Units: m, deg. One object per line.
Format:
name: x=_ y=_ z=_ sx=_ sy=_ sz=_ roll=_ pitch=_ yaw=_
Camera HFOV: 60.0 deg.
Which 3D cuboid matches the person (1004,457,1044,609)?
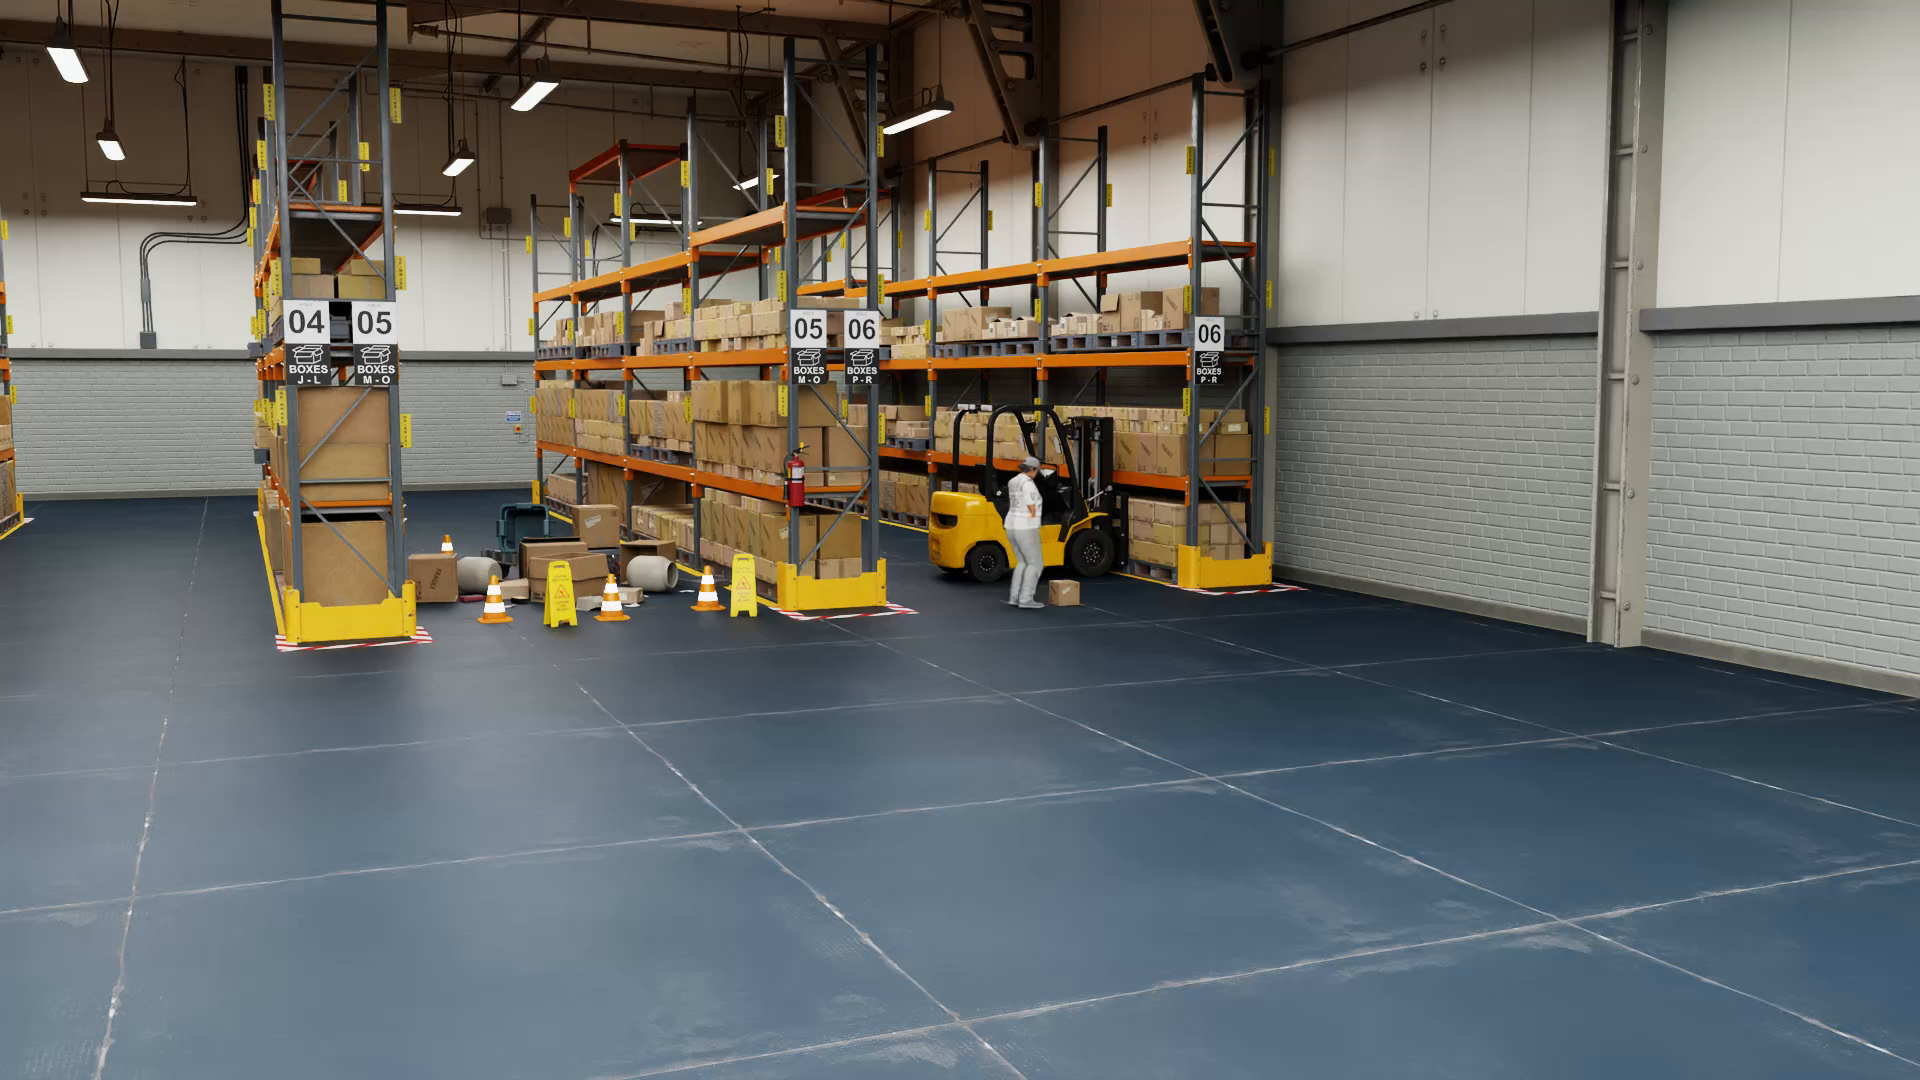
person: x=0.708 y=-0.085 z=18.079 sx=0.440 sy=1.638 sz=0.486 roll=-2 pitch=6 yaw=-22
